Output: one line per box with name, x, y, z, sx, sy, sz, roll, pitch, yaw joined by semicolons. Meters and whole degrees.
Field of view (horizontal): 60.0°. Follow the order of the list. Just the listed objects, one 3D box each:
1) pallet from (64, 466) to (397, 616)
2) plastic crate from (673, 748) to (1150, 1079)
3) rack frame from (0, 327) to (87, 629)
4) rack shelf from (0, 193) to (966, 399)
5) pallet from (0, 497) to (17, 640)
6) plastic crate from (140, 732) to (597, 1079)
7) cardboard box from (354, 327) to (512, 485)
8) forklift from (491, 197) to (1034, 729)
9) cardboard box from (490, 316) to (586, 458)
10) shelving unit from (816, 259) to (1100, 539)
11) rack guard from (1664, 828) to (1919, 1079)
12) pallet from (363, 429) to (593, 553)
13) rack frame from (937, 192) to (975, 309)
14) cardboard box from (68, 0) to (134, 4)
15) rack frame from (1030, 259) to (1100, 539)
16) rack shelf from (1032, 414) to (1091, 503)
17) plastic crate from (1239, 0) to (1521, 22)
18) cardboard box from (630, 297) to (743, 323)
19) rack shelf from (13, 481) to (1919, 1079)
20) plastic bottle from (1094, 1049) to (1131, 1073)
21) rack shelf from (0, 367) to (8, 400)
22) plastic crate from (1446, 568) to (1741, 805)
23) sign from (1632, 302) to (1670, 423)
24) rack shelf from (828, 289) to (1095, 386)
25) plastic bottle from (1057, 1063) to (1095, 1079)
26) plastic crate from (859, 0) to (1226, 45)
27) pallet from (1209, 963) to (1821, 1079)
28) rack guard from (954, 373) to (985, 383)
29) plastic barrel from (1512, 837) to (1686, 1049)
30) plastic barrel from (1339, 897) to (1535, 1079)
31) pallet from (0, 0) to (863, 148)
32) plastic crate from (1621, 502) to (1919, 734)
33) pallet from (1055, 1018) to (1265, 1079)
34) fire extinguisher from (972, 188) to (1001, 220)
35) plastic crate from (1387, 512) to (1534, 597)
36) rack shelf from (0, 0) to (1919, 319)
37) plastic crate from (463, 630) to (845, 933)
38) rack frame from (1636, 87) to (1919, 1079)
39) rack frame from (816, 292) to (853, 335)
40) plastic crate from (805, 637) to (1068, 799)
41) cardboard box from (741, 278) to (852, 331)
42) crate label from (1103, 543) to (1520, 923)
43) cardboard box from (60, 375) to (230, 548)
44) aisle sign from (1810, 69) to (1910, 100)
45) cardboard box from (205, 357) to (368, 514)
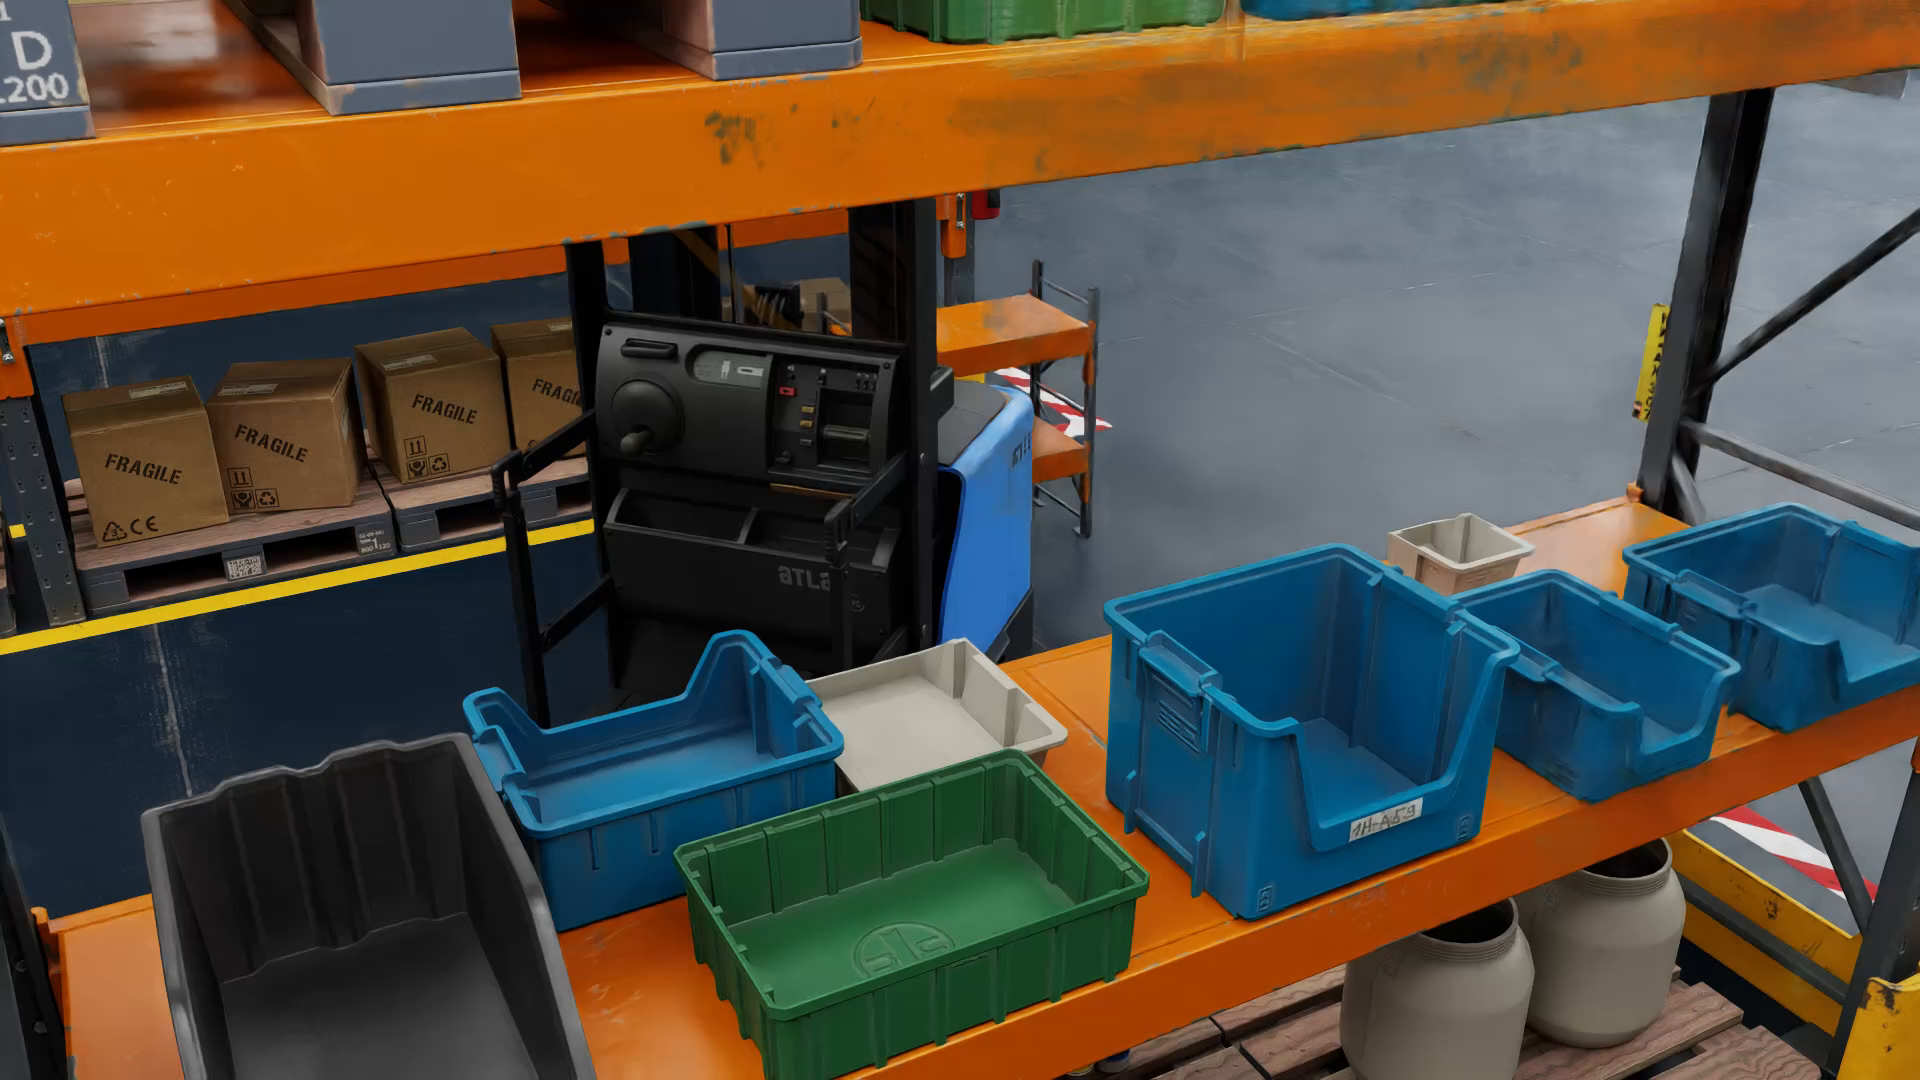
pallet;-3.168;-0.099;7.212;1.213;0.211;1.003;-13;29;-25
plastic crate;-0.083;0.613;2.753;0.662;0.188;0.450;-13;29;-25
rack frame;-3.744;-1.206;6.296;0.127;3.000;1.000;-13;29;-25
rack shelf;-1.979;-1.289;7.300;4.000;0.370;1.077;-13;29;-25
pallet;-4.430;0.210;6.568;1.213;0.211;1.003;-13;29;-25
plastic crate;-0.892;0.656;2.490;0.504;0.338;0.767;-13;29;-25
cardboard box;-2.360;-0.610;7.459;0.500;0.500;0.500;-16;30;-30
forklift;-0.695;-0.357;4.606;1.130;2.935;3.031;9;27;17
cardboard box;-1.846;-0.707;7.660;0.500;0.500;0.500;-10;27;-20
shelving unit;-0.006;-0.506;7.004;1.048;1.125;0.538;-13;29;-25
rack guard;2.071;1.031;4.524;0.348;0.500;1.175;-13;29;-25
pallet;-2.090;-0.349;7.733;1.213;0.211;1.003;-13;29;-25
rack frame;-0.215;-2.020;7.993;0.127;3.000;1.000;-13;29;-25
cardboard box;-3.227;-1.830;5.982;0.500;0.500;0.500;-13;29;-25
rack frame;0.443;-0.609;7.219;0.032;1.125;0.500;-13;29;-25
rack shelf;-0.006;-0.285;7.109;1.000;0.278;0.538;-13;29;-25
plastic crate;0.575;-0.971;2.359;0.575;0.384;0.392;-13;29;-25
cardboard box;-1.285;-0.827;7.910;0.500;0.500;0.500;-6;26;-12
rack shelf;0.351;0.603;3.360;4.000;0.370;1.077;-13;29;-25
plastic bottle;0.370;1.153;4.027;0.097;0.271;0.097;0;26;0
rack shelf;-5.509;-0.474;5.603;4.000;0.370;1.077;-13;29;-25
plastic crate;1.240;0.284;3.364;0.408;0.251;0.499;-13;29;-25
sign;1.861;-0.465;4.432;0.005;0.325;0.100;-13;29;-25
rack shelf;-0.006;-0.770;6.877;1.000;0.278;0.538;-13;29;-25
plastic bottle;0.278;1.206;3.998;0.097;0.201;0.097;0;26;0
plastic crate;0.107;-0.788;2.205;0.450;0.188;0.336;-13;29;-25
pallet;1.352;1.325;4.246;1.213;0.211;1.003;-13;29;-25
rack guard;-0.282;-0.878;8.501;0.348;0.500;1.175;-13;29;-25
plastic barrel;1.571;0.967;4.160;0.421;0.512;0.421;0;26;0
plastic barrel;1.129;1.069;3.948;0.421;0.512;0.421;0;26;0
pallet;-0.823;-0.766;2.131;1.003;0.211;1.213;-13;29;-25
plastic crate;1.815;0.154;3.635;0.616;0.251;0.499;-13;29;-25
pallet;0.277;1.572;3.732;1.213;0.211;1.003;-13;29;-25
fire extinguisher;0.103;-1.833;7.691;0.183;0.674;0.296;-13;29;-25
plastic crate;1.175;0.049;3.986;0.250;0.136;0.298;-13;29;-25
rack shelf;0.351;-0.749;2.711;4.000;0.370;1.077;-13;29;-25
plastic crate;-0.565;0.424;3.074;0.616;0.251;0.499;-13;29;-25
rack frame;2.116;-0.129;4.053;0.127;3.000;1.000;-13;29;-25
rack frame;-0.455;-0.402;6.788;0.032;1.125;0.500;-13;29;-25
plastic crate;-0.100;0.377;3.303;0.437;0.136;0.530;-13;29;-25
cardboard box;-0.773;-0.962;8.191;0.500;0.500;0.500;-8;27;-16
crate label;0.619;0.333;3.049;0.616;0.435;0.502;-13;29;-25
cardboard box;-3.372;-0.334;6.884;0.500;0.500;0.500;-14;29;-27
aisle sign;2.042;-1.427;3.754;0.004;0.787;0.394;-13;29;-25
cardboard box;-2.870;-0.454;7.133;0.500;0.500;0.500;-4;26;-9
